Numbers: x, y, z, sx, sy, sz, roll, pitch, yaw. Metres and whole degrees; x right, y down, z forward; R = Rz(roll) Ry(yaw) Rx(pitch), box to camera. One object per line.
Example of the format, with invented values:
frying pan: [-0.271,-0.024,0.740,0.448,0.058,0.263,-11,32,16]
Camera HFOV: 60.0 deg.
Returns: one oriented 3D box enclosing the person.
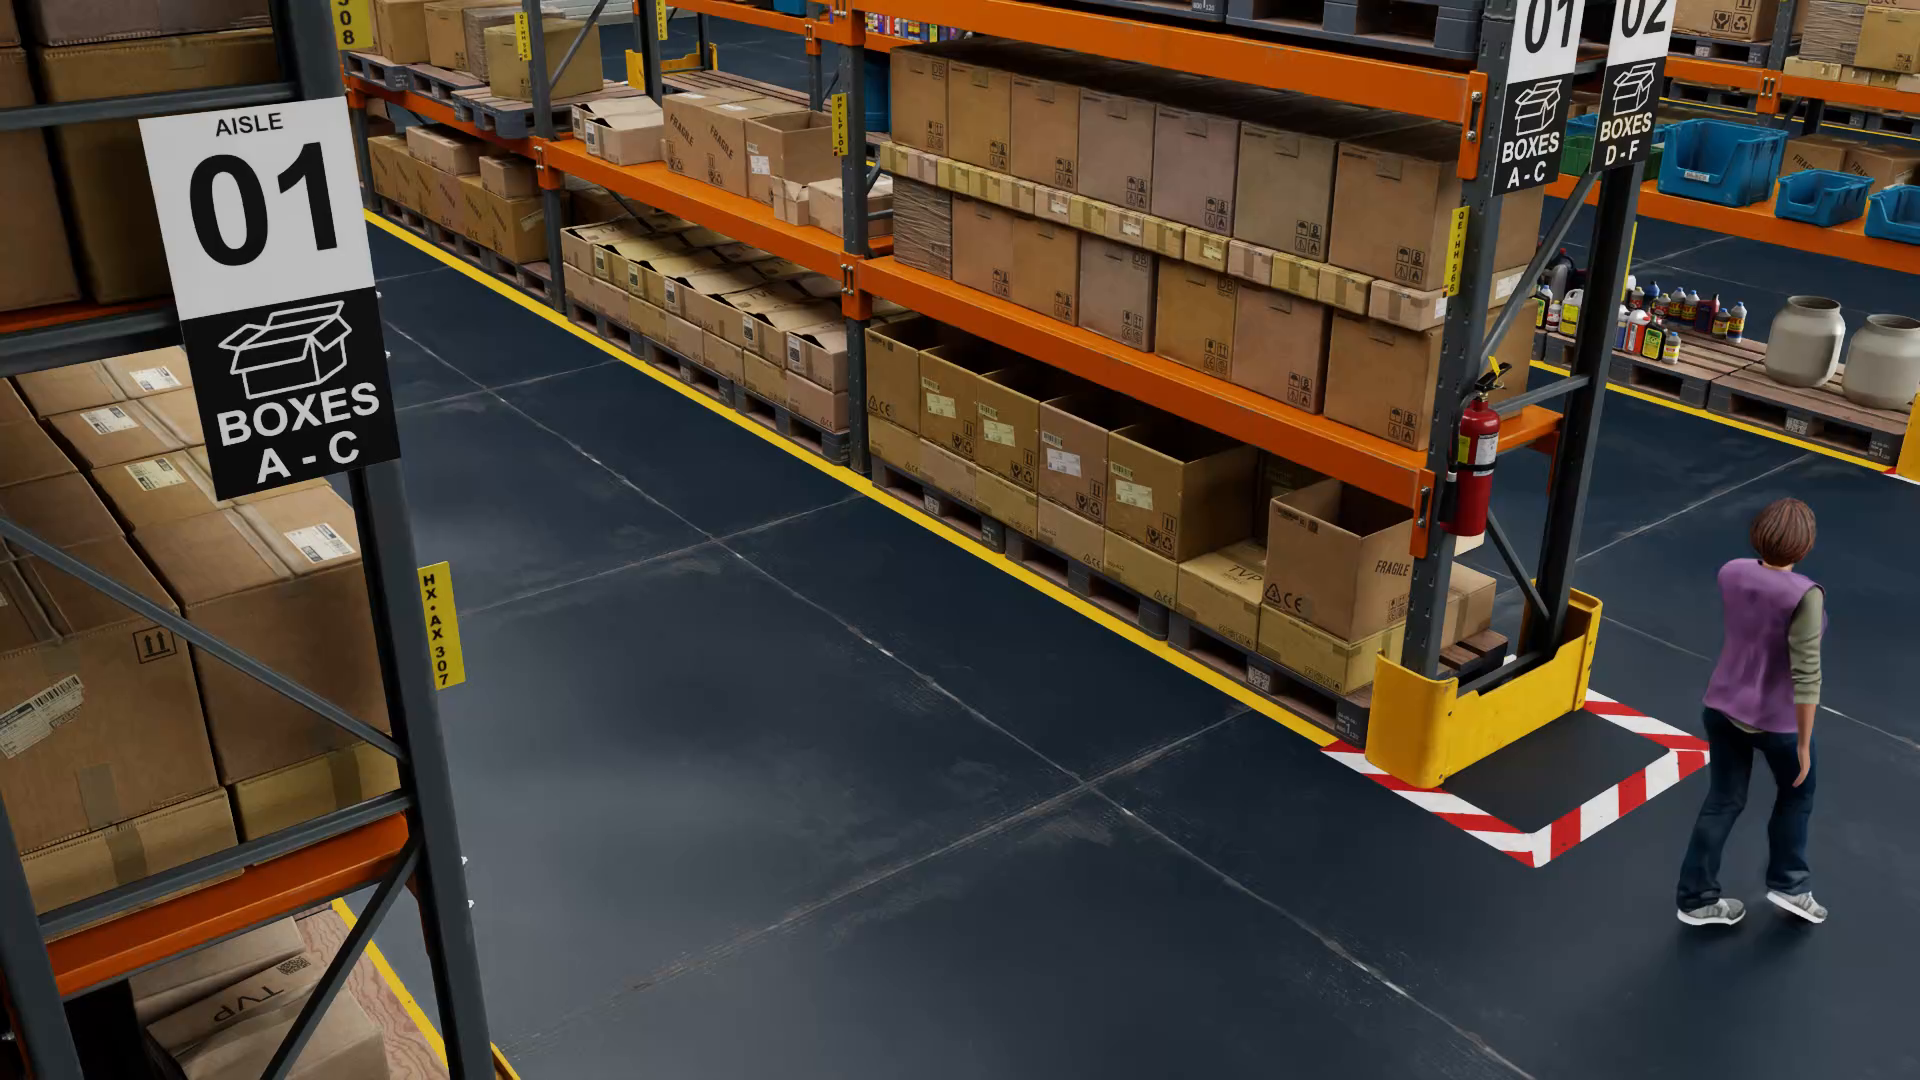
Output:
person: [2.807,0.635,5.761,0.588,1.621,0.514,-14,28,-27]
